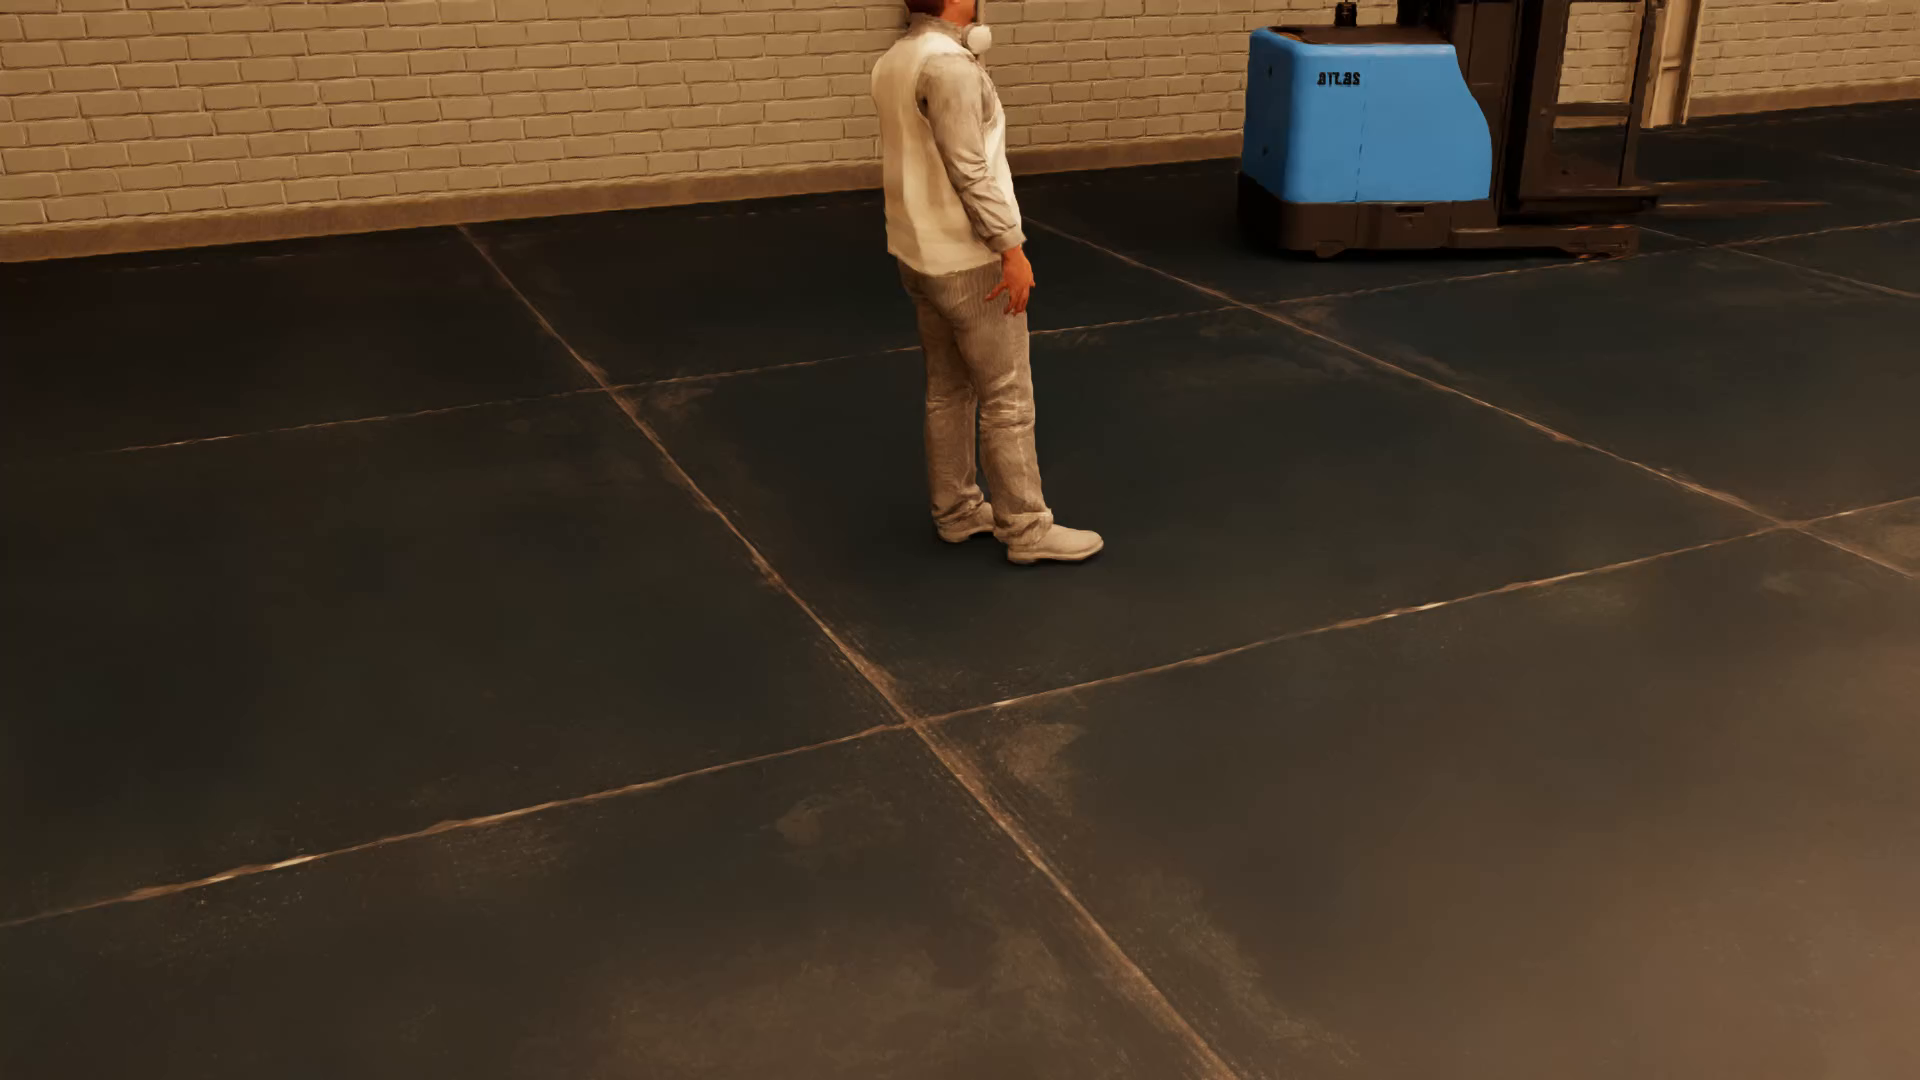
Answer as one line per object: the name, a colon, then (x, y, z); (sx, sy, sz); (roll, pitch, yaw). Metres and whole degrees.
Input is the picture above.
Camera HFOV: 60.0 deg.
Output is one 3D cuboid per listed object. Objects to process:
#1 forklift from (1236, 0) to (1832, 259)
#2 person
forklift: (3.098, -3.013, 8.539); (3.031, 2.935, 1.130); (-2, 23, -5)
person: (0.060, -0.833, 4.781); (0.567, 1.773, 0.632); (-10, 25, -23)
